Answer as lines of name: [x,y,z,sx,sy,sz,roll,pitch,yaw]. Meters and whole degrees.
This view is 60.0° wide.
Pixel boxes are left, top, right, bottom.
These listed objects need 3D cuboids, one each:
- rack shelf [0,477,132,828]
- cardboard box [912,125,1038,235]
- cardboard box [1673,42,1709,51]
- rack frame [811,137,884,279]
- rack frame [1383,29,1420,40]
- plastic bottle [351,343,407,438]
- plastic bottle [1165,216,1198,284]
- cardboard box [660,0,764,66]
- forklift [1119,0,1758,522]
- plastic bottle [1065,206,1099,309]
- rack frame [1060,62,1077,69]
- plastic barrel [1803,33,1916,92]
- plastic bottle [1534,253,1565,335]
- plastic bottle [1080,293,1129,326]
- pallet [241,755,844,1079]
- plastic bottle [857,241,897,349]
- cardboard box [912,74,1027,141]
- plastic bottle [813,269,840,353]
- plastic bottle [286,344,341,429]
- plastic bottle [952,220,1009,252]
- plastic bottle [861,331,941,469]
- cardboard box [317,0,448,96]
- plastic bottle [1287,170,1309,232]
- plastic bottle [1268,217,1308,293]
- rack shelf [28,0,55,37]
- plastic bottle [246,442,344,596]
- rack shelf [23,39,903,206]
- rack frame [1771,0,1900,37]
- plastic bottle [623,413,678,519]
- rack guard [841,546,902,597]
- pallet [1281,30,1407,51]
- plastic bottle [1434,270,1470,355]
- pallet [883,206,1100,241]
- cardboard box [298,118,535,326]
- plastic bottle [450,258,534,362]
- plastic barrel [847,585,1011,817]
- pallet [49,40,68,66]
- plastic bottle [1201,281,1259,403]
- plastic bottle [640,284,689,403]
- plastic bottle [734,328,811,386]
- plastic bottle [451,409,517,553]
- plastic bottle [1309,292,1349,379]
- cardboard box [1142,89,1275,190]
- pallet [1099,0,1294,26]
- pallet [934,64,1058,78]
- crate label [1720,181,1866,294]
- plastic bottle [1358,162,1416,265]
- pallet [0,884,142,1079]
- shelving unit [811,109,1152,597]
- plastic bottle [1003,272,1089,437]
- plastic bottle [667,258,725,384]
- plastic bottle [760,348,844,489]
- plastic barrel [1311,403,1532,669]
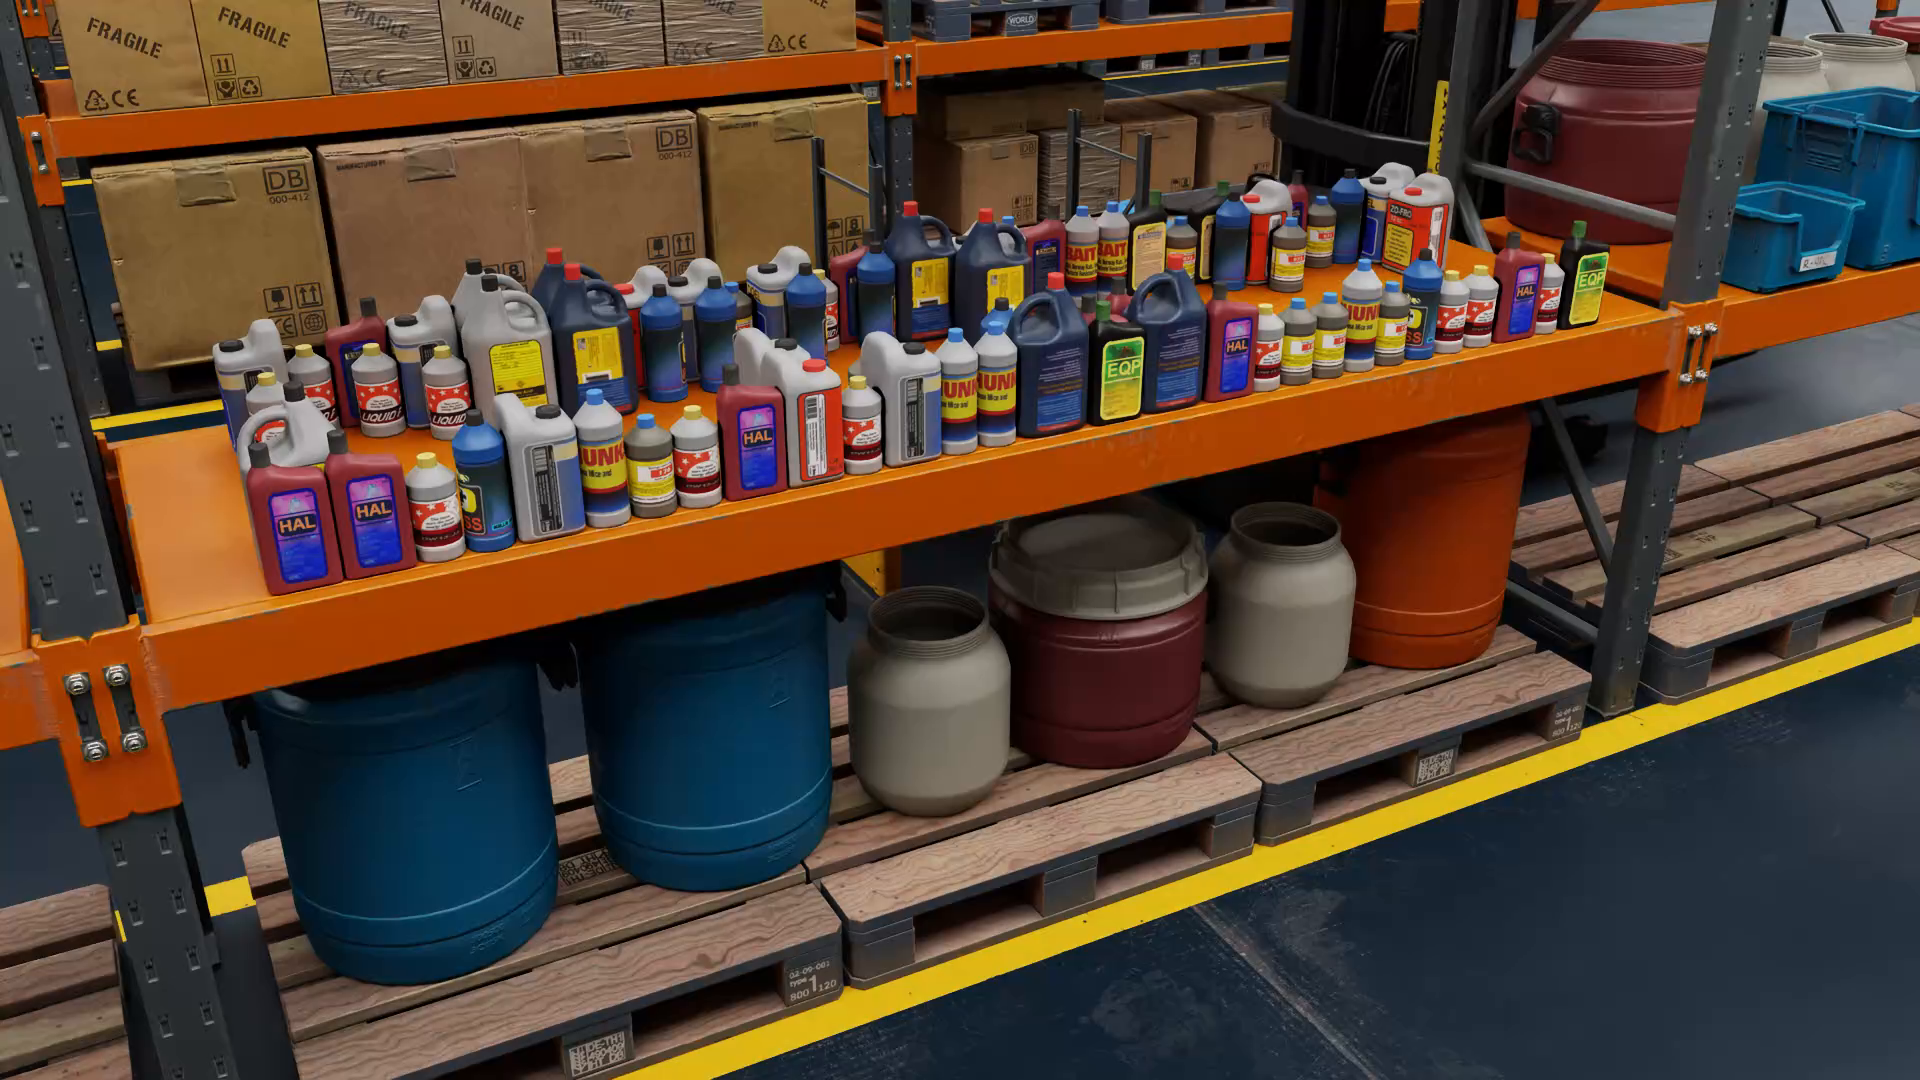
rack shelf: [-3.499,0.545,2.481,4.000,0.370,1.077,-13,29,-25]
cardboard box: [0.047,-2.109,9.556,0.500,0.500,0.700,-15,29,-28]
cardboard box: [5.454,-3.329,12.122,0.500,0.500,0.500,-6,26,-12]
rack frame: [-0.373,-0.590,5.746,0.032,1.500,0.500,-13,29,-25]
rack frame: [2.994,-3.708,10.507,0.127,3.000,1.000,-13,29,-25]
plastic bottle: [-1.302,-0.339,3.720,0.097,0.201,0.097,0,26,0]
plastic bottle: [0.620,-0.813,4.707,0.097,0.201,0.097,0,26,0]
cardboard box: [-1.297,-2.644,8.175,0.500,0.500,0.500,-13,29,-26]
forklift: [2.121,-1.805,6.623,3.031,2.935,1.130,-13,28,-25]
plastic bottle: [0.331,-0.777,4.552,0.097,0.271,0.097,0,26,0]
rack frame: [0.750,-5.623,14.495,0.127,3.000,1.000,-13,29,-25]
plastic barrel: [2.974,-1.429,5.631,0.421,0.512,0.421,0,26,0]
plastic bottle: [1.529,-0.650,4.368,0.097,0.201,0.097,0,26,0]
plastic bottle: [0.321,-0.429,3.813,0.133,0.283,0.061,-13,29,-25]
pallet: [-1.033,0.929,4.071,1.213,0.211,1.003,-13,29,-25]
plastic bottle: [-0.212,-0.622,4.229,0.097,0.271,0.097,0,26,0]
cardboard box: [0.042,-2.451,9.402,0.500,0.250,0.500,-12,28,-23]
plastic bottle: [-0.358,-0.587,4.236,0.097,0.201,0.097,0,26,0]
plastic bottle: [-1.449,-0.335,3.712,0.097,0.201,0.097,0,26,0]
plastic bottle: [0.038,-0.699,4.383,0.135,0.276,0.152,-13,29,-25]
plastic bottle: [-0.125,-0.316,3.585,0.135,0.276,0.152,-13,29,-25]
cardboard box: [-2.656,-2.326,7.514,0.500,0.500,0.500,-14,29,-26]
plastic bottle: [0.950,-0.935,4.866,0.133,0.283,0.061,-13,29,-25]
plastic bottle: [0.929,-0.809,4.699,0.097,0.201,0.097,0,26,0]
rack shelf: [-4.545,-4.076,12.106,4.000,0.370,1.077,-13,29,-25]
plastic bottle: [-1.210,-0.046,3.015,0.133,0.283,0.061,-13,29,-25]
rack shelf: [-2.300,-2.162,8.118,4.000,0.370,1.077,-13,29,-25]
rack frame: [6.524,-4.522,12.204,0.127,3.000,1.000,-13,29,-25]
plastic bottle: [-0.622,-0.154,3.334,0.097,0.201,0.097,0,26,0]
rack guard: [-0.372,-0.027,6.017,0.087,0.250,0.587,-13,29,-25]
pallet: [3.610,-4.988,16.394,1.213,0.211,1.003,-13,29,-25]
plastic bottle: [1.239,-0.583,4.229,0.097,0.201,0.097,0,26,0]
pallet: [0.155,-1.795,9.744,1.213,0.211,1.003,-13,29,-25]
cardboard box: [-2.721,-1.630,8.150,0.875,0.875,1.225,-14,29,-27]
plastic bottle: [-1.077,-0.477,3.835,0.185,0.351,0.144,-13,29,-25]
plastic barrel: [-0.081,0.416,4.307,0.421,0.512,0.421,0,26,0]
pallet: [-8.082,-4.792,15.987,1.213,0.211,1.003,-13,29,-25]
plastic bottle: [0.631,-0.471,3.900,0.133,0.283,0.061,-13,29,-25]
plastic bottle: [-0.696,-0.466,3.903,0.097,0.271,0.097,0,26,0]
plastic bottle: [-0.401,-0.326,3.608,0.135,0.276,0.152,-13,29,-25]
plastic bottle: [-0.913,-0.118,3.179,0.097,0.271,0.097,0,26,0]
plastic bottle: [0.896,-0.504,4.064,0.097,0.201,0.097,0,26,0]
cardboard box: [1.519,-2.458,10.284,0.500,0.500,0.700,-16,30,-29]
pallet: [1.192,-3.225,9.724,1.213,0.211,1.003,-13,29,-25]
pallet: [0.104,-4.180,14.712,1.213,0.211,1.003,-13,29,-25]
crate label: [2.344,-0.869,4.787,0.416,0.233,0.303,-13,29,-25]
plastic bottle: [1.262,-0.981,4.971,0.135,0.276,0.152,-13,29,-25]
pallet: [-2.364,1.235,3.434,1.213,0.211,1.003,-13,29,-25]
shelving unit: [0.067,-0.692,5.958,1.083,1.500,0.587,-13,29,-25]
plastic bottle: [0.190,-0.420,3.716,0.185,0.351,0.144,-13,29,-25]
plastic bottle: [-0.652,-0.539,4.051,0.135,0.276,0.152,-13,29,-25]
plastic bottle: [-0.329,-0.268,3.487,0.135,0.276,0.152,-13,29,-25]
plastic barrel: [1.372,-0.106,5.028,0.708,0.830,0.600,-13,29,-25]
